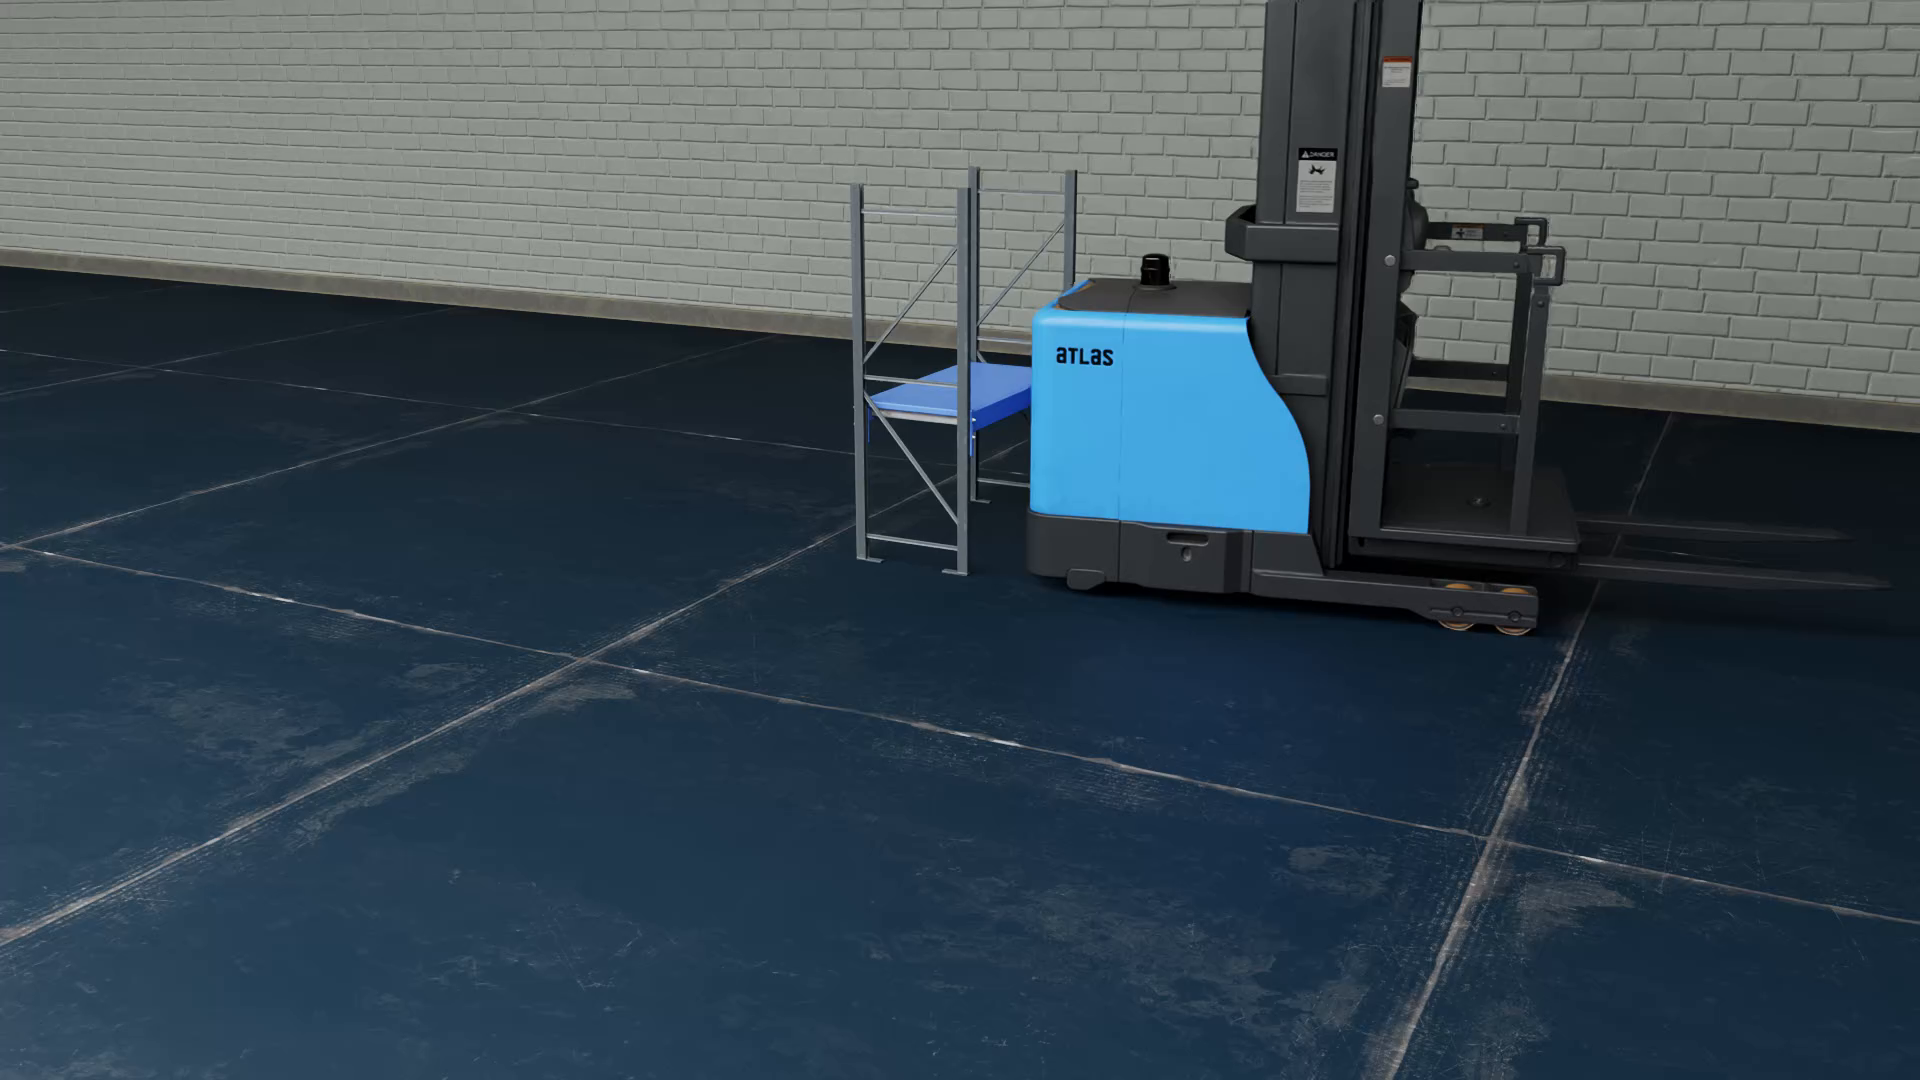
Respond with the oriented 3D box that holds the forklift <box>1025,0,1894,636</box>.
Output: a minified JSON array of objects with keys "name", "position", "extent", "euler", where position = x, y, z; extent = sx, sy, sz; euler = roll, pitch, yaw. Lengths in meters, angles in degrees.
[{"name":"forklift","position":[1.828,-1.235,6.034],"extent":[3.031,2.935,1.130],"euler":[4,17,15]}]

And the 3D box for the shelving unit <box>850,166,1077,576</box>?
[{"name":"shelving unit","position":[0.038,-0.741,6.884],"extent":[0.538,1.500,1.048],"euler":[8,18,25]}]

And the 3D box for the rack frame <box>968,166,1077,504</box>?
[{"name":"rack frame","position":[0.265,-0.870,7.320],"extent":[0.500,1.500,0.032],"euler":[8,18,25]}]

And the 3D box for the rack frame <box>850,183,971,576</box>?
[{"name":"rack frame","position":[-0.189,-0.611,6.448],"extent":[0.500,1.500,0.032],"euler":[8,18,25]}]

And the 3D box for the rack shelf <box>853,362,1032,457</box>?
[{"name":"rack shelf","position":[0.038,-0.568,6.935],"extent":[0.538,0.185,1.000],"euler":[8,18,25]}]
